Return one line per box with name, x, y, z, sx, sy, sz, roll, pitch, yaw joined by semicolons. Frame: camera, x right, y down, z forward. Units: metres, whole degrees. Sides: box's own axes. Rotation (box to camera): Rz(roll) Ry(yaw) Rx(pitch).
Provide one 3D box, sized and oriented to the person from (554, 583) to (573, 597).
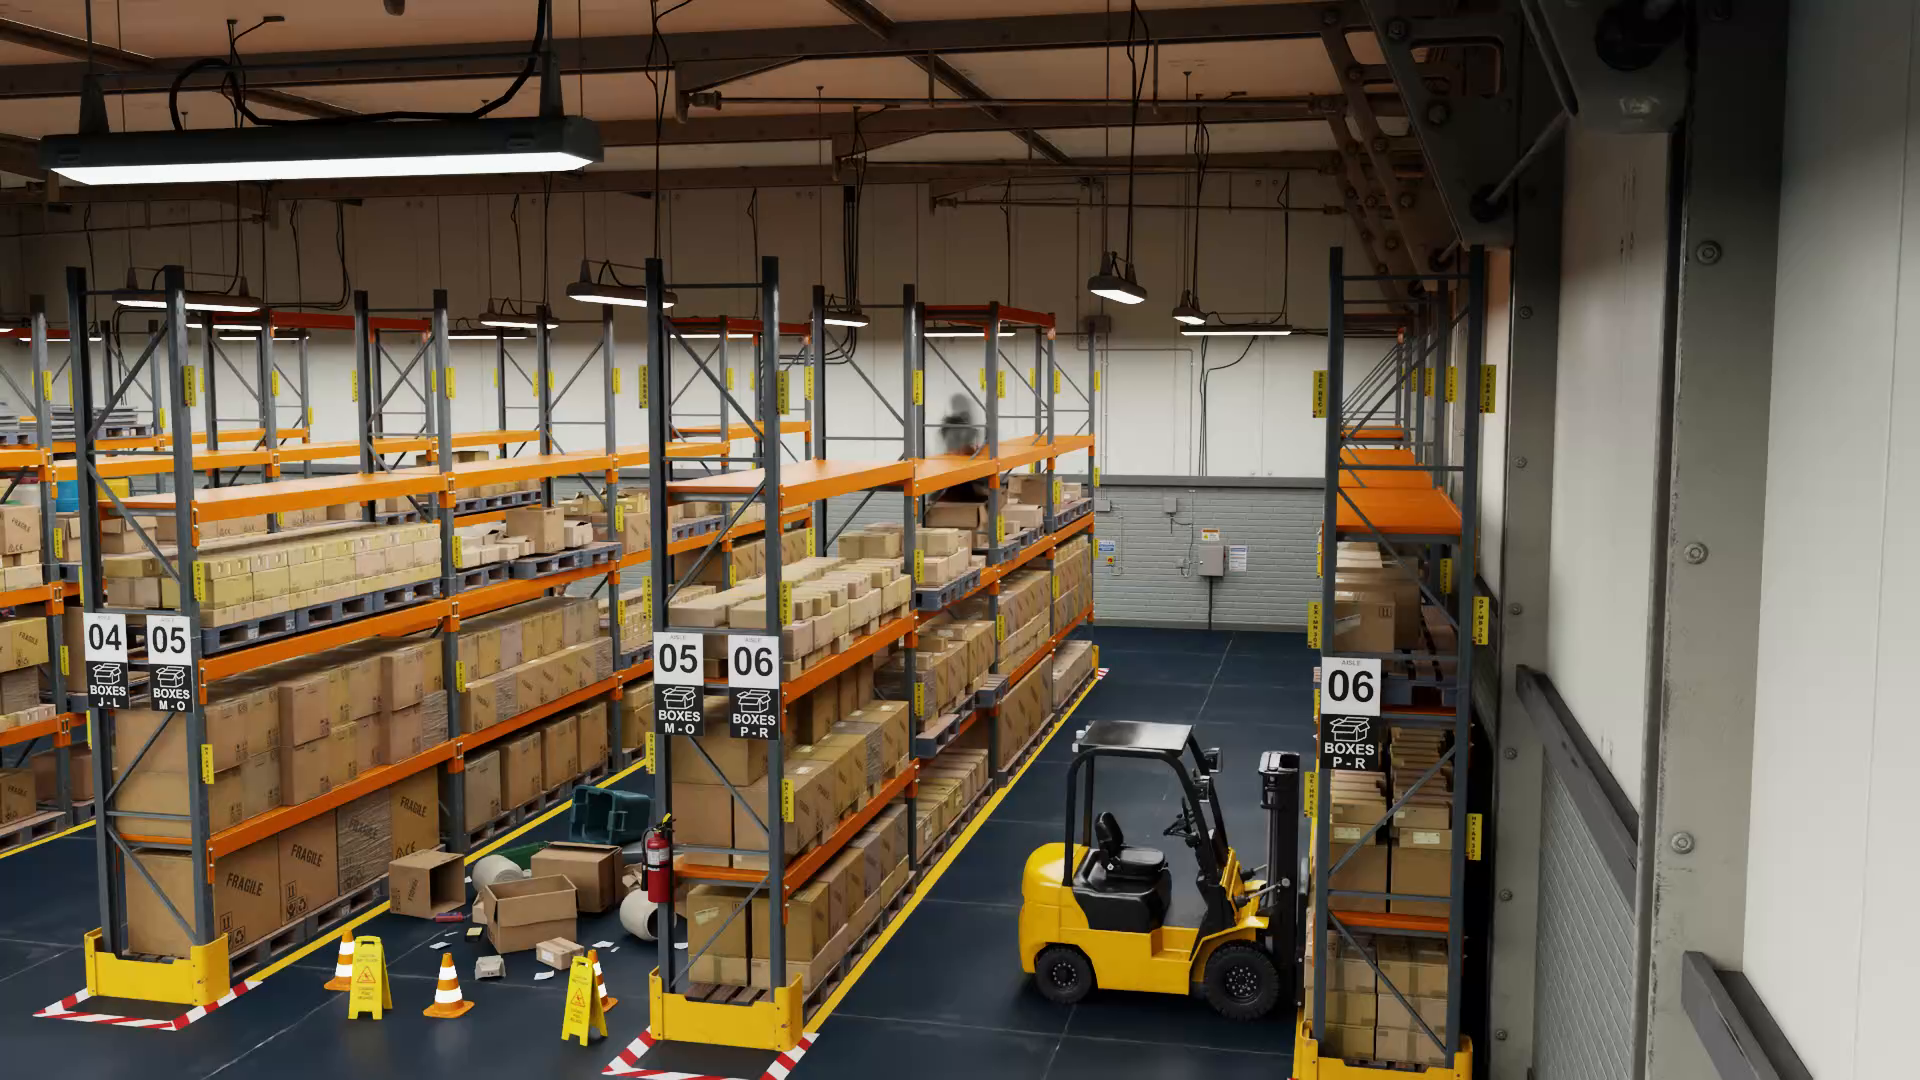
person;-6.679;1.518;27.931;0.624;1.771;0.730;1;6;9
